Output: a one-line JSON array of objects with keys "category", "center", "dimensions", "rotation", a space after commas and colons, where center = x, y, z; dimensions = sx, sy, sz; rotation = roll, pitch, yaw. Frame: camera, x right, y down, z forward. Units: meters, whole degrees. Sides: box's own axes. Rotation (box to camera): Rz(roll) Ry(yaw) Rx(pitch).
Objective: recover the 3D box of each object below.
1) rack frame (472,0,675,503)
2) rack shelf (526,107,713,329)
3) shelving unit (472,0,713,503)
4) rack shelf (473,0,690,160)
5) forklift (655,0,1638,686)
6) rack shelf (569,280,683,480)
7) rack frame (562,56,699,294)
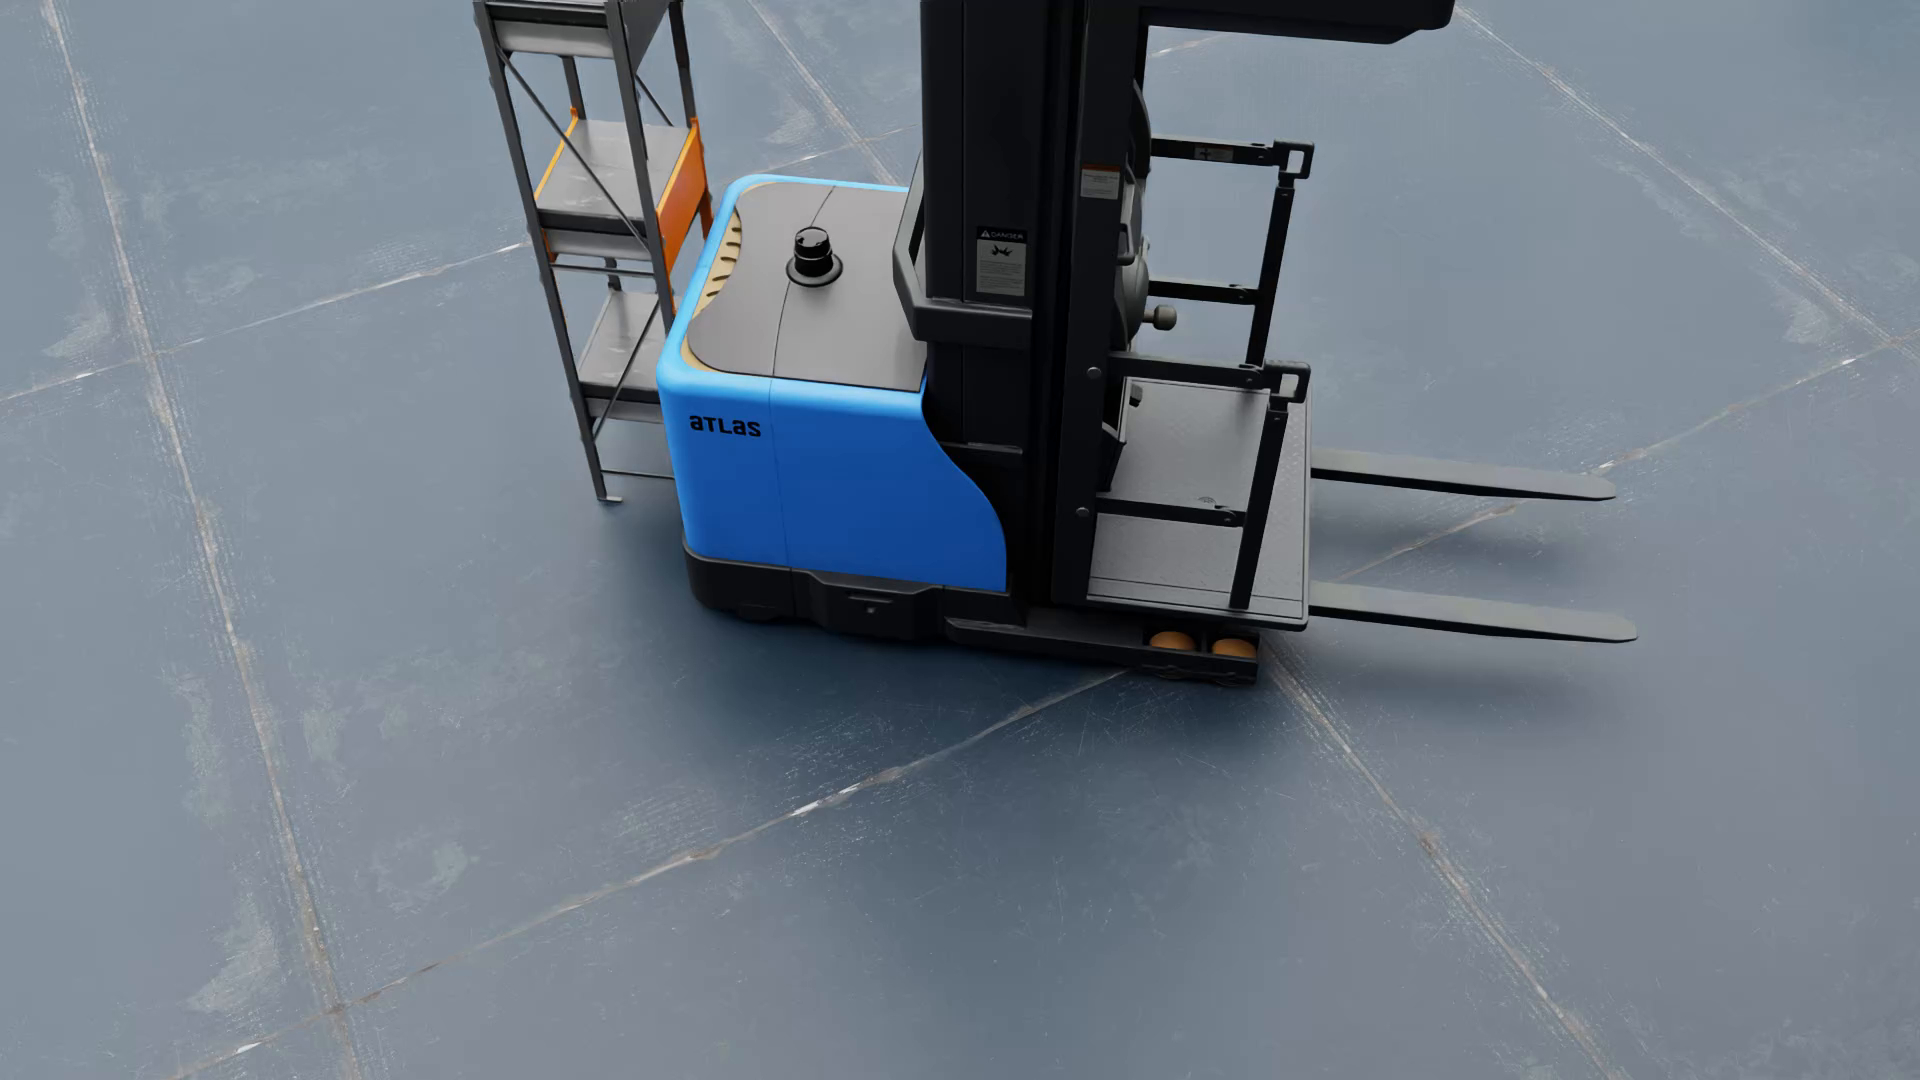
[{"category": "rack frame", "center": [-1.089, -0.817, 5.067], "dimensions": [0.400, 2.100, 0.015], "rotation": [6, 49, 6]}, {"category": "rack shelf", "center": [-1.052, -0.989, 5.236], "dimensions": [0.431, 0.518, 0.480], "rotation": [6, 49, 6]}, {"category": "shelving unit", "center": [-1.052, -0.998, 5.226], "dimensions": [0.431, 2.100, 0.503], "rotation": [6, 49, 6]}, {"category": "rack shelf", "center": [-1.057, -1.451, 4.710], "dimensions": [0.431, 0.518, 0.480], "rotation": [6, 49, 6]}, {"category": "forklift", "center": [0.667, -0.927, 4.614], "dimensions": [3.031, 2.935, 1.130], "rotation": [6, 49, 6]}, {"category": "rack shelf", "center": [-1.048, -0.528, 5.763], "dimensions": [0.431, 0.518, 0.480], "rotation": [6, 49, 6]}, {"category": "rack frame", "center": [-1.016, -1.180, 5.385], "dimensions": [0.400, 2.100, 0.015], "rotation": [6, 49, 6]}]
